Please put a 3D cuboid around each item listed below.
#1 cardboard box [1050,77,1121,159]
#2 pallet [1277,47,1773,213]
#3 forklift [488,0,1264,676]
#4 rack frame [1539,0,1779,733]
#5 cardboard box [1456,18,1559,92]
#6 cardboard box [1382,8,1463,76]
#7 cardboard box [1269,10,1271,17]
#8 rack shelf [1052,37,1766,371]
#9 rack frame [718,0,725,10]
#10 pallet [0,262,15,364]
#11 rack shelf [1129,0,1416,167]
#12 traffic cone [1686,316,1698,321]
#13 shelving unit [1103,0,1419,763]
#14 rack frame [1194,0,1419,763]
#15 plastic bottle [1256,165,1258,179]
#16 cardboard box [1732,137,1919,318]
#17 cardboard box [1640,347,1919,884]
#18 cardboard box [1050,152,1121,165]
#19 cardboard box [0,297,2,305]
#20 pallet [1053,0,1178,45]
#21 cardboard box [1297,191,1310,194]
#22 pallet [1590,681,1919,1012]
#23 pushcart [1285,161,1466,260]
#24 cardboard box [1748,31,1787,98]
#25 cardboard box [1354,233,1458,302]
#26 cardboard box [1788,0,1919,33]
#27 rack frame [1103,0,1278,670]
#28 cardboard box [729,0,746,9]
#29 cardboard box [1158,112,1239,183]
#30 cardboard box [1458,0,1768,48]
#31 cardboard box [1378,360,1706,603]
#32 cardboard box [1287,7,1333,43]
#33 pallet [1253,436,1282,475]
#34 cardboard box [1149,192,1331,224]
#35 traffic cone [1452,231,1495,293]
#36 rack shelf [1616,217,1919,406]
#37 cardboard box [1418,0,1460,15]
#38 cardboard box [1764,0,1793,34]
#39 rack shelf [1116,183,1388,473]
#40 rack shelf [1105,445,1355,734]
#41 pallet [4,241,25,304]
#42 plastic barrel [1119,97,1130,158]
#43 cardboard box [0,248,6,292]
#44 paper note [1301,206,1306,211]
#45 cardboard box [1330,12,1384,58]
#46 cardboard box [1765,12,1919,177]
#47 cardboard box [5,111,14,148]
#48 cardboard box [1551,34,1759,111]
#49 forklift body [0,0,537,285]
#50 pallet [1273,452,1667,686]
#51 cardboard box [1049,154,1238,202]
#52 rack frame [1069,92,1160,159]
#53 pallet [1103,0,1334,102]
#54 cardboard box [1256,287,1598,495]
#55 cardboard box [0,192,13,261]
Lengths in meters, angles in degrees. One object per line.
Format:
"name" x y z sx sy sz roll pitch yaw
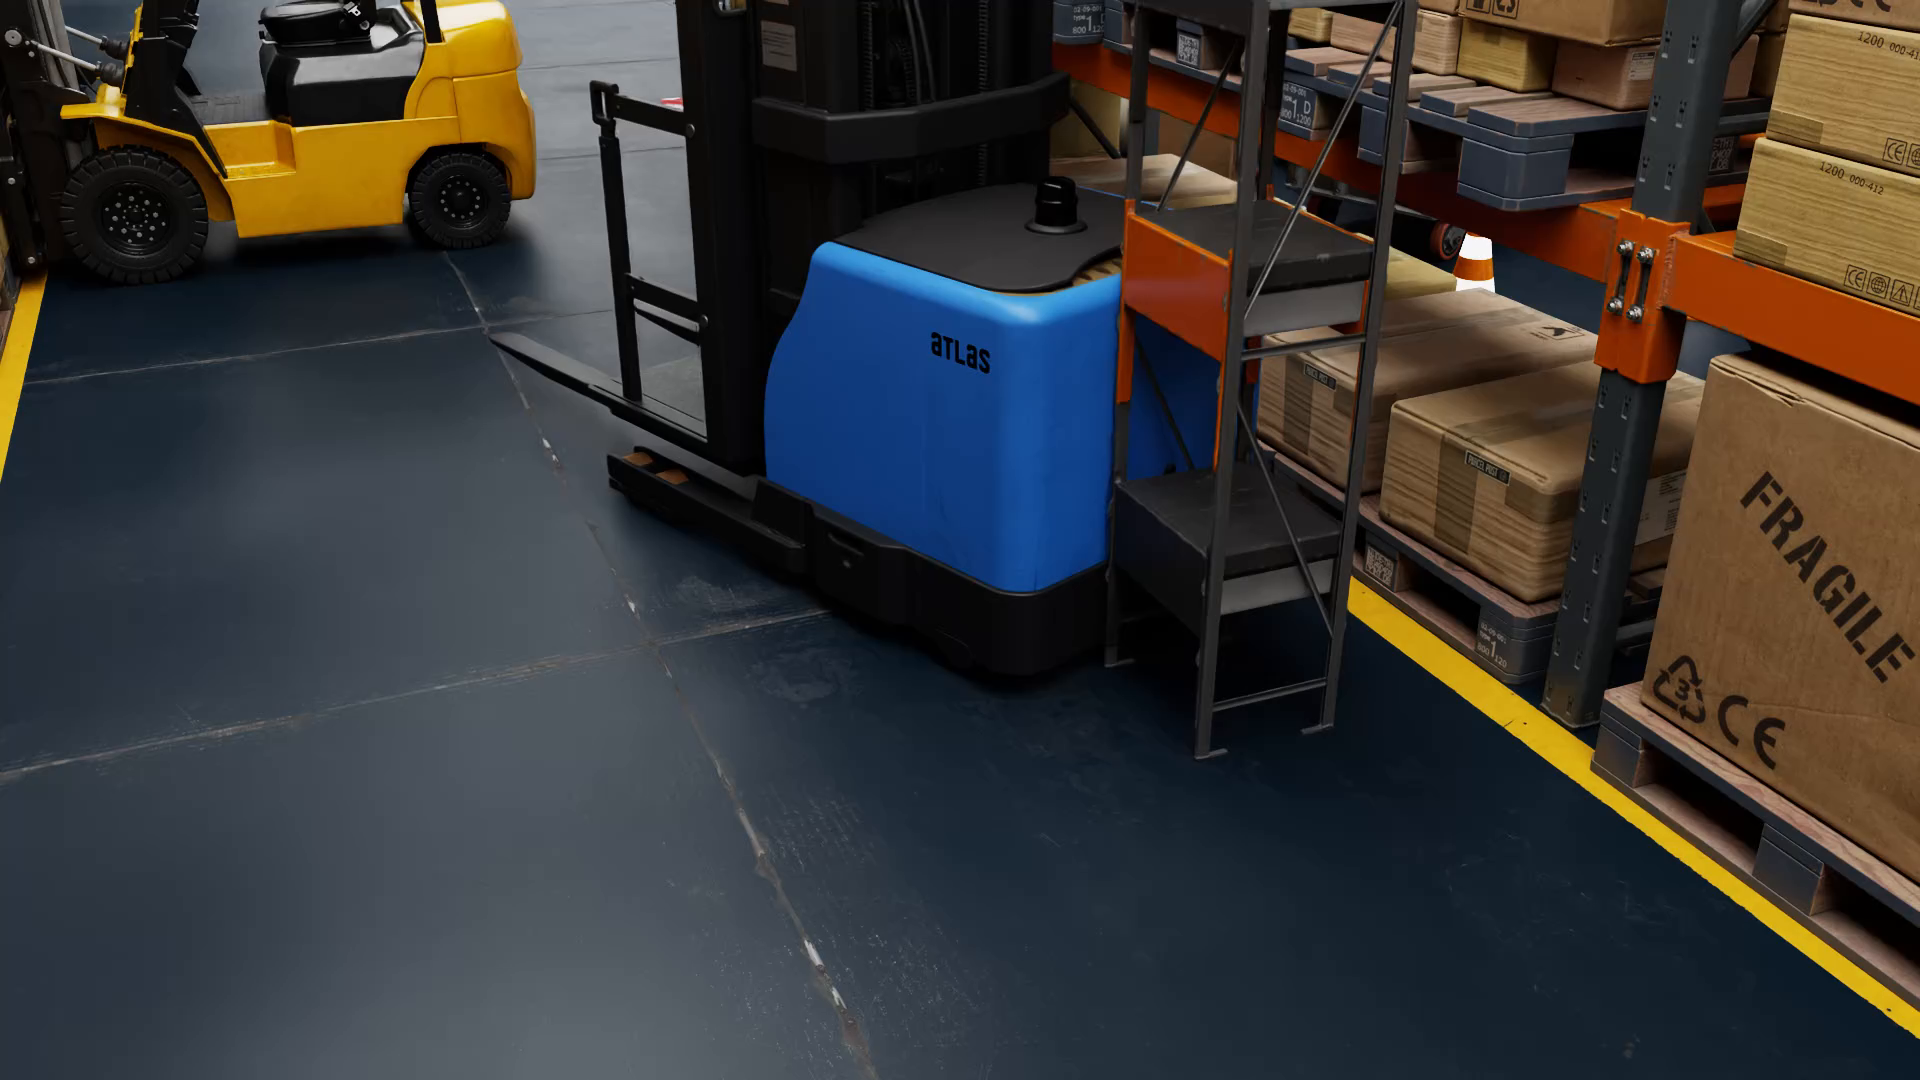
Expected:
"cardboard box" 0.448 -2.156 8.047 0.500 0.500 0.500 -9 27 -18
"pallet" 1.620 -1.150 4.404 1.213 0.211 1.003 -11 28 -21
"forklift" -0.514 -1.516 5.014 1.130 2.935 3.031 -23 34 -38
"rack frame" 1.997 -0.966 3.810 1.000 3.000 0.127 -11 28 -21
"cardboard box" 1.481 -1.230 4.158 0.380 0.149 0.250 -10 28 -20
"cardboard box" 1.341 -1.324 4.350 0.380 0.149 0.250 -11 28 -21
"cardboard box" 1.147 -1.659 5.036 0.380 0.149 0.250 -10 28 -20
"rack shelf" 1.214 -1.451 5.622 1.077 0.370 4.000 -11 28 -21
"rack frame" -1.136 -4.196 10.425 1.000 3.000 0.127 -11 28 -21
"pallet" -4.408 -0.802 6.652 1.003 0.211 1.213 -11 28 -21
"rack shelf" 0.677 -1.145 3.636 0.431 0.518 0.480 -10 28 -21
"traffic cone" 3.238 -1.236 7.254 0.336 0.463 0.334 -11 28 -21
"shelving unit" 0.675 -0.528 3.937 0.431 2.100 0.503 -10 28 -21
"rack frame" 0.770 -0.429 3.735 0.400 2.100 0.015 -10 28 -21
"plastic bottle" 1.651 -2.104 9.489 0.133 0.061 0.283 -6 27 -12
"cardboard box" 1.957 -0.658 3.350 0.500 0.250 0.500 -11 28 -21
"cardboard box" 2.191 0.093 3.584 0.875 0.875 0.875 -11 28 -21
"cardboard box" 0.448 -1.819 8.212 0.500 0.250 0.500 -12 28 -23
"cardboard box" -4.020 -0.932 6.396 0.500 0.250 0.500 -10 28 -20
"pallet" 0.596 -2.161 6.477 1.003 0.211 1.213 -11 28 -21
"cardboard box" 2.087 -2.050 9.147 0.396 0.266 0.258 13 29 24
"pallet" 2.237 0.618 3.744 1.003 0.211 1.213 -11 28 -21
"pushcart" 2.509 -1.815 8.537 1.648 0.377 0.936 -22 34 -38
"cardboard box" 2.041 -1.205 4.108 0.380 0.149 0.250 -12 29 -24
"cardboard box" 1.197 -0.808 6.002 0.950 0.372 0.625 -10 28 -19
"cardboard box" 1.965 -1.219 3.075 0.500 0.500 0.500 -12 28 -22
"rack frame" 0.580 -0.627 4.139 0.400 2.100 0.015 -10 28 -21
"cardboard box" -1.064 -3.103 9.988 0.500 0.500 0.500 -12 28 -22
"cardboard box" 1.263 -2.125 9.030 0.500 0.500 0.500 8 27 15
"cardboard box" 1.563 -1.469 3.909 0.500 0.500 0.500 -11 28 -22
"cardboard box" 1.785 -0.204 4.766 0.950 0.372 0.625 -13 29 -24
"cardboard box" 1.129 -1.536 4.784 0.380 0.149 0.250 -10 28 -20
"pallet" 1.219 -0.521 6.076 1.003 0.211 1.213 -11 28 -21
"cardboard box" 0.923 -1.088 6.576 0.950 0.372 0.625 -9 27 -17
"traffic cone" 2.204 -1.181 7.142 0.336 0.463 0.334 -11 28 -21
"rack shelf" 2.780 0.164 2.315 1.077 0.370 4.000 -11 28 -21
"cardboard box" 1.351 -1.676 4.333 0.500 0.500 0.500 -11 28 -21
"cardboard box" 2.034 -1.555 4.085 0.500 0.500 0.500 -11 28 -22
"rack shelf" 0.675 -0.516 3.943 0.431 0.518 0.480 -10 28 -21
"rack shelf" 0.673 0.114 4.249 0.431 0.518 0.480 -10 28 -21
"pallet" -4.890 -1.295 7.662 1.003 0.211 1.213 -11 28 -21
"plastic barrel" 1.066 -2.465 9.815 0.512 0.421 0.421 8 27 15
"cardboard box" -4.233 -1.134 6.810 0.500 0.250 0.500 -11 28 -22
"paper note" 1.793 -1.754 8.808 0.148 0.019 0.142 -11 28 -21
"cardboard box" 1.250 -1.427 4.561 0.380 0.149 0.250 -12 28 -23
"cardboard box" 1.968 -0.877 3.228 0.500 0.250 0.500 -11 28 -21
"cardboard box" -4.815 -1.967 7.946 0.500 0.250 0.500 -11 28 -22
"cardboard box" 1.652 -1.134 3.962 0.380 0.149 0.250 -10 28 -19
"forklift body" -3.280 -2.508 7.936 2.313 2.155 1.214 -11 28 -21
"pallet" 1.692 -0.029 5.069 1.003 0.211 1.213 -11 28 -21
"cardboard box" 0.638 -1.378 7.169 0.950 0.372 0.625 -10 28 -20
"rack frame" 0.431 -2.581 7.118 1.000 3.000 0.127 -11 28 -21
"pallet" 1.184 -1.672 5.475 1.003 0.211 1.213 -11 28 -21
"cardboard box" 1.489 -0.501 5.373 0.950 0.372 0.625 -11 28 -22
"cardboard box" -4.448 -1.339 7.229 0.500 0.250 0.500 -10 28 -20
